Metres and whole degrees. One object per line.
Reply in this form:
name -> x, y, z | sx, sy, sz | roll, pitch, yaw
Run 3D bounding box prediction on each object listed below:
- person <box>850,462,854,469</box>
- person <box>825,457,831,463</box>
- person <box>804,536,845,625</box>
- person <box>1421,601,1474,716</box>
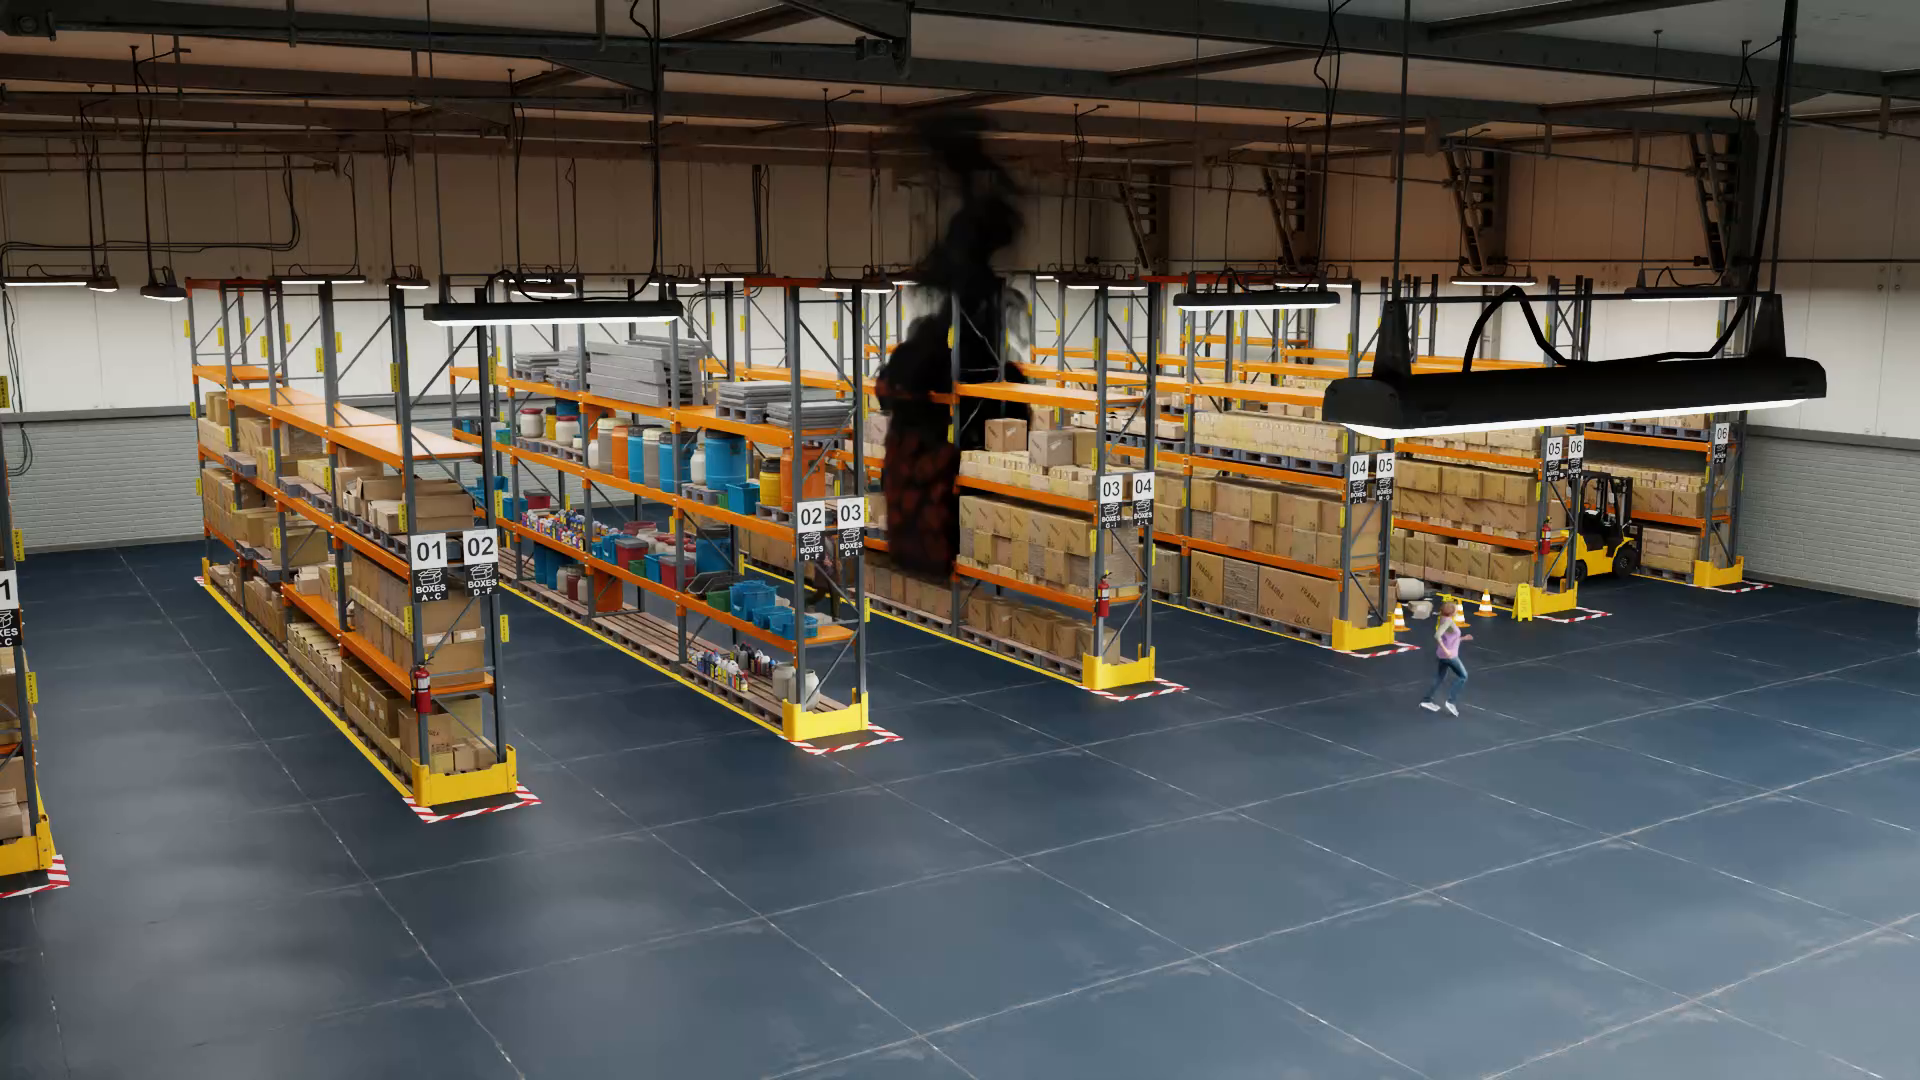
person -> -2.628, -1.392, 41.681 | 0.522, 1.533, 0.495 | 8, 12, 40
person -> -3.343, -1.213, 40.466 | 0.725, 1.692, 0.698 | 2, 10, 13
person -> -2.376, 0.570, 29.245 | 0.718, 1.764, 1.024 | -9, 13, -42
person -> 6.848, 1.664, 23.331 | 0.690, 1.624, 0.506 | 0, 10, 2
